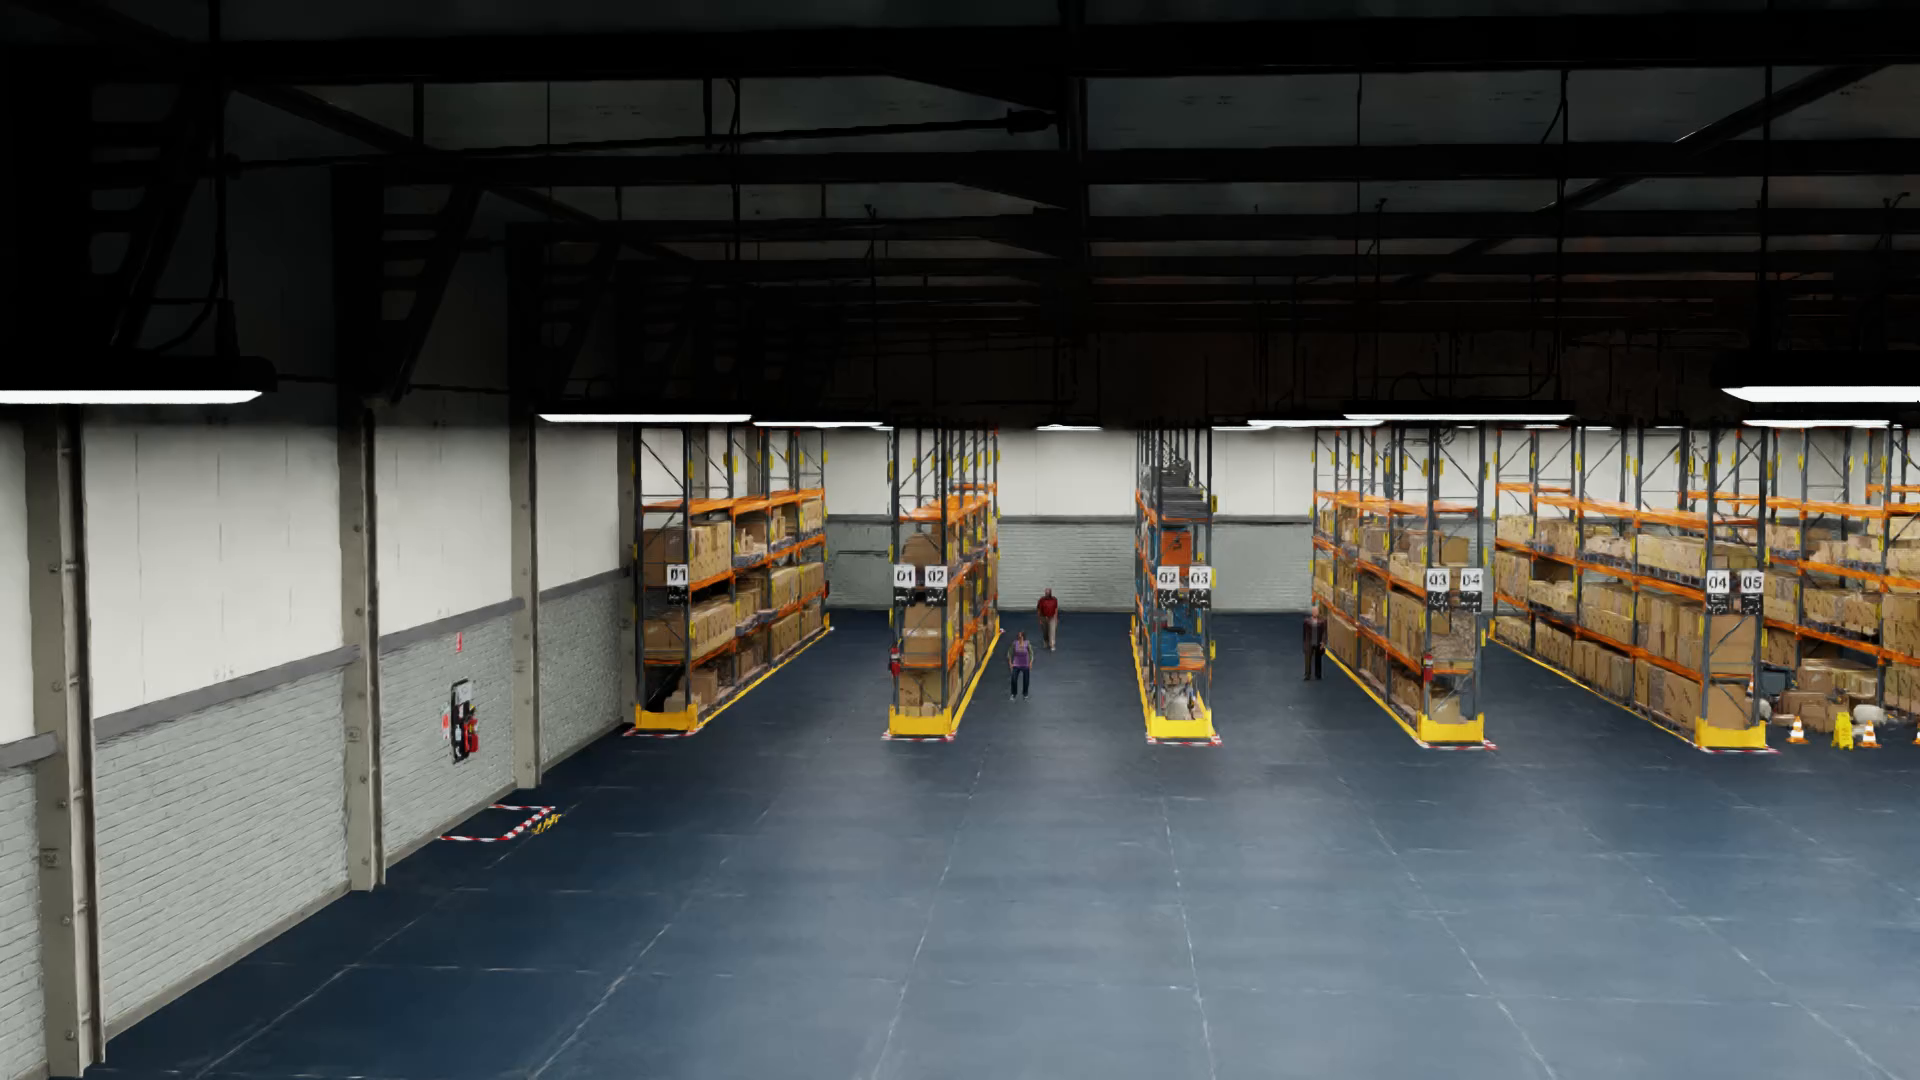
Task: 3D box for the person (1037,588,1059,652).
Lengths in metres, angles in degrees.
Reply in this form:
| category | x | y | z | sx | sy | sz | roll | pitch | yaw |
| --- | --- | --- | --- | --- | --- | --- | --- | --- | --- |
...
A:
| category | x | y | z | sx | sy | sz | roll | pitch | yaw |
| --- | --- | --- | --- | --- | --- | --- | --- | --- | --- |
| person | 2.288 | 2.055 | 43.339 | 0.542 | 1.645 | 1.126 | 0 | 4 | 7 |

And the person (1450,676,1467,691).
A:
| category | x | y | z | sx | sy | sz | roll | pitch | yaw |
| --- | --- | --- | --- | --- | --- | --- | --- | --- | --- |
| person | 11.061 | 2.466 | 36.838 | 0.440 | 1.683 | 0.551 | -1 | 4 | -22 |

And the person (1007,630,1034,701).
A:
| category | x | y | z | sx | sy | sz | roll | pitch | yaw |
| --- | --- | --- | --- | --- | --- | --- | --- | --- | --- |
| person | 1.284 | 2.661 | 35.200 | 0.566 | 1.541 | 0.519 | 0 | 4 | 2 |

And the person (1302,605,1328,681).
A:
| category | x | y | z | sx | sy | sz | roll | pitch | yaw |
| --- | --- | --- | --- | --- | --- | --- | --- | --- | --- |
| person | 8.149 | 2.357 | 38.176 | 0.573 | 1.716 | 1.103 | 1 | 4 | 13 |
